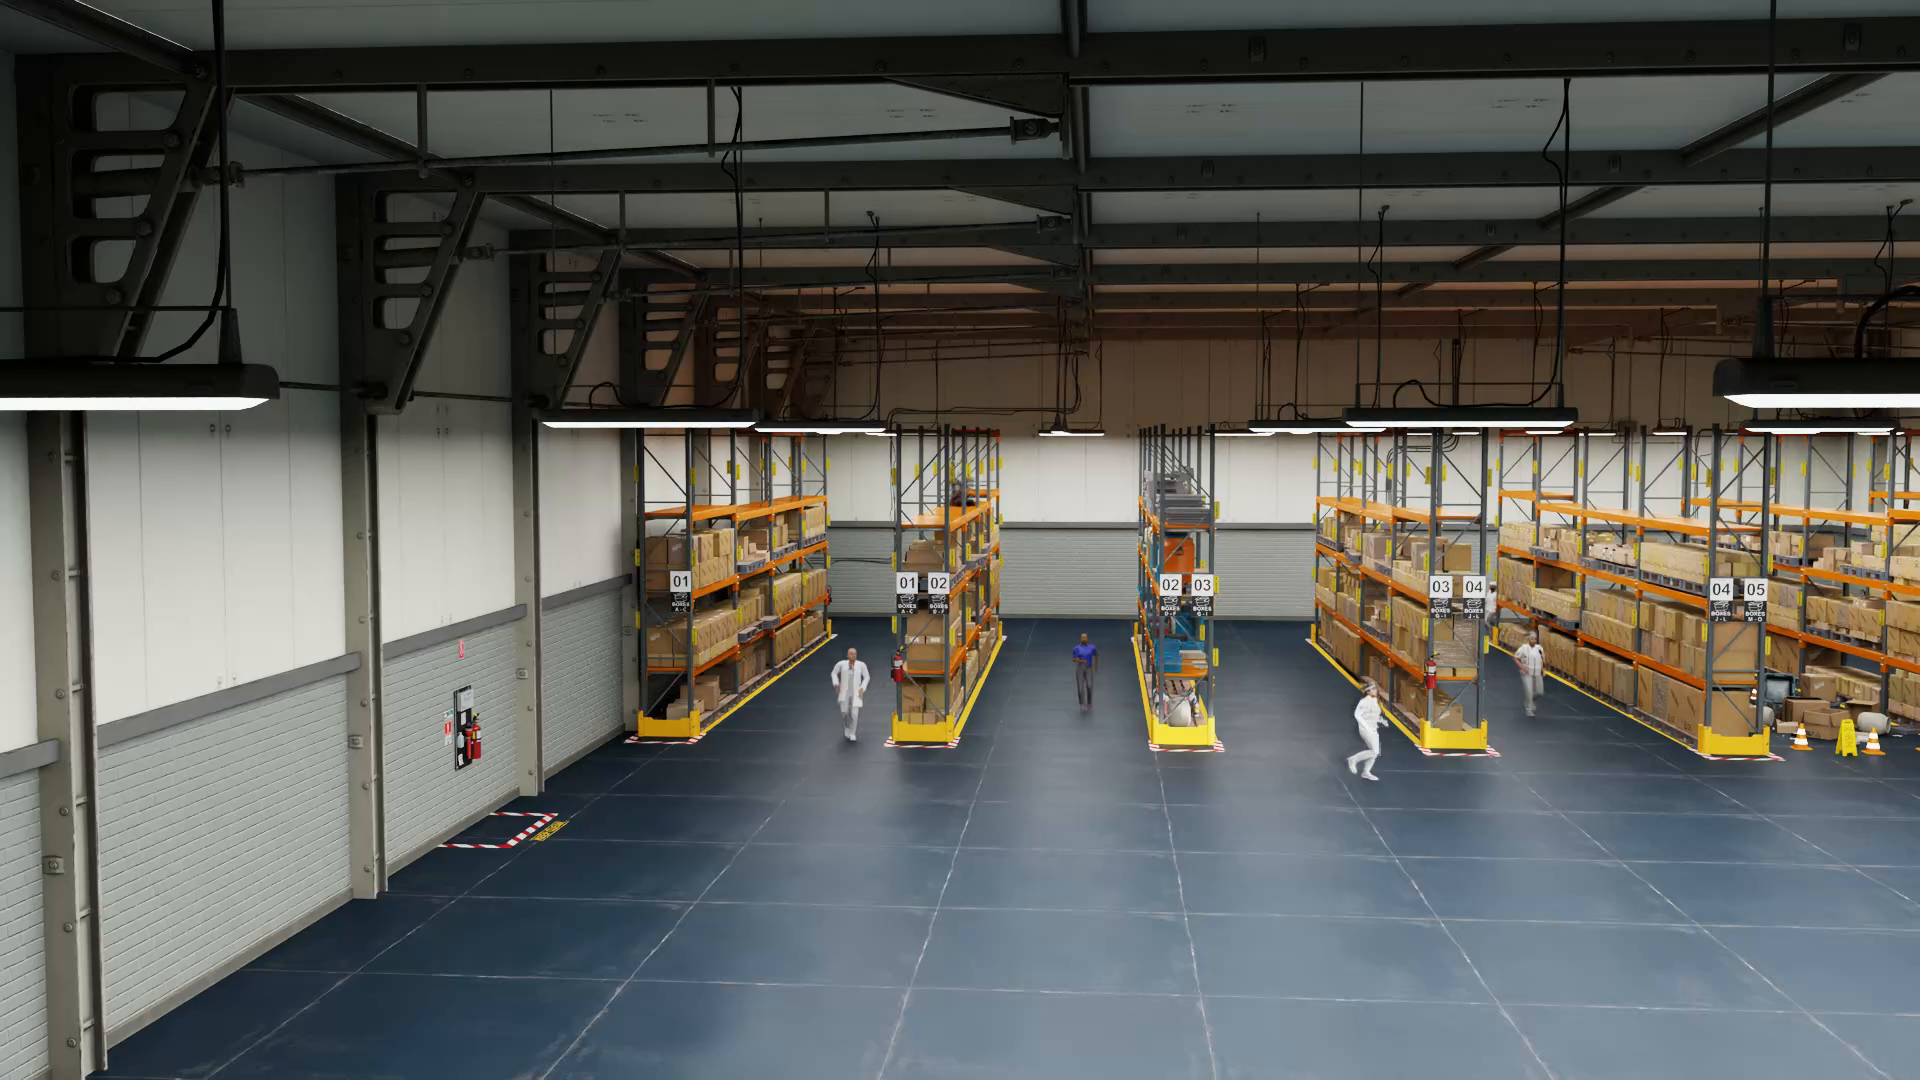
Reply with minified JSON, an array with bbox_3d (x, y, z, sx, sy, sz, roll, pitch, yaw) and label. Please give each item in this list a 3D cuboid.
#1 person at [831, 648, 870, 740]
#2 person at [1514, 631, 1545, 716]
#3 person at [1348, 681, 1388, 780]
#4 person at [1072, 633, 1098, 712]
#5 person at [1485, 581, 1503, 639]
[{"bbox_3d":[-2.081,2.931,31.605,0.737,1.742,0.568,0,3,-2],"label":"person"},{"bbox_3d":[11.819,2.755,34.454,0.682,1.749,0.598,0,3,-3],"label":"person"},{"bbox_3d":[6.898,3.196,28.009,0.555,1.671,0.610,2,4,36],"label":"person"},{"bbox_3d":[2.630,2.777,34.898,0.544,1.664,0.688,0,3,3],"label":"person"},{"bbox_3d":[15.038,1.996,47.138,0.562,1.706,0.770,-1,4,-13],"label":"person"}]
